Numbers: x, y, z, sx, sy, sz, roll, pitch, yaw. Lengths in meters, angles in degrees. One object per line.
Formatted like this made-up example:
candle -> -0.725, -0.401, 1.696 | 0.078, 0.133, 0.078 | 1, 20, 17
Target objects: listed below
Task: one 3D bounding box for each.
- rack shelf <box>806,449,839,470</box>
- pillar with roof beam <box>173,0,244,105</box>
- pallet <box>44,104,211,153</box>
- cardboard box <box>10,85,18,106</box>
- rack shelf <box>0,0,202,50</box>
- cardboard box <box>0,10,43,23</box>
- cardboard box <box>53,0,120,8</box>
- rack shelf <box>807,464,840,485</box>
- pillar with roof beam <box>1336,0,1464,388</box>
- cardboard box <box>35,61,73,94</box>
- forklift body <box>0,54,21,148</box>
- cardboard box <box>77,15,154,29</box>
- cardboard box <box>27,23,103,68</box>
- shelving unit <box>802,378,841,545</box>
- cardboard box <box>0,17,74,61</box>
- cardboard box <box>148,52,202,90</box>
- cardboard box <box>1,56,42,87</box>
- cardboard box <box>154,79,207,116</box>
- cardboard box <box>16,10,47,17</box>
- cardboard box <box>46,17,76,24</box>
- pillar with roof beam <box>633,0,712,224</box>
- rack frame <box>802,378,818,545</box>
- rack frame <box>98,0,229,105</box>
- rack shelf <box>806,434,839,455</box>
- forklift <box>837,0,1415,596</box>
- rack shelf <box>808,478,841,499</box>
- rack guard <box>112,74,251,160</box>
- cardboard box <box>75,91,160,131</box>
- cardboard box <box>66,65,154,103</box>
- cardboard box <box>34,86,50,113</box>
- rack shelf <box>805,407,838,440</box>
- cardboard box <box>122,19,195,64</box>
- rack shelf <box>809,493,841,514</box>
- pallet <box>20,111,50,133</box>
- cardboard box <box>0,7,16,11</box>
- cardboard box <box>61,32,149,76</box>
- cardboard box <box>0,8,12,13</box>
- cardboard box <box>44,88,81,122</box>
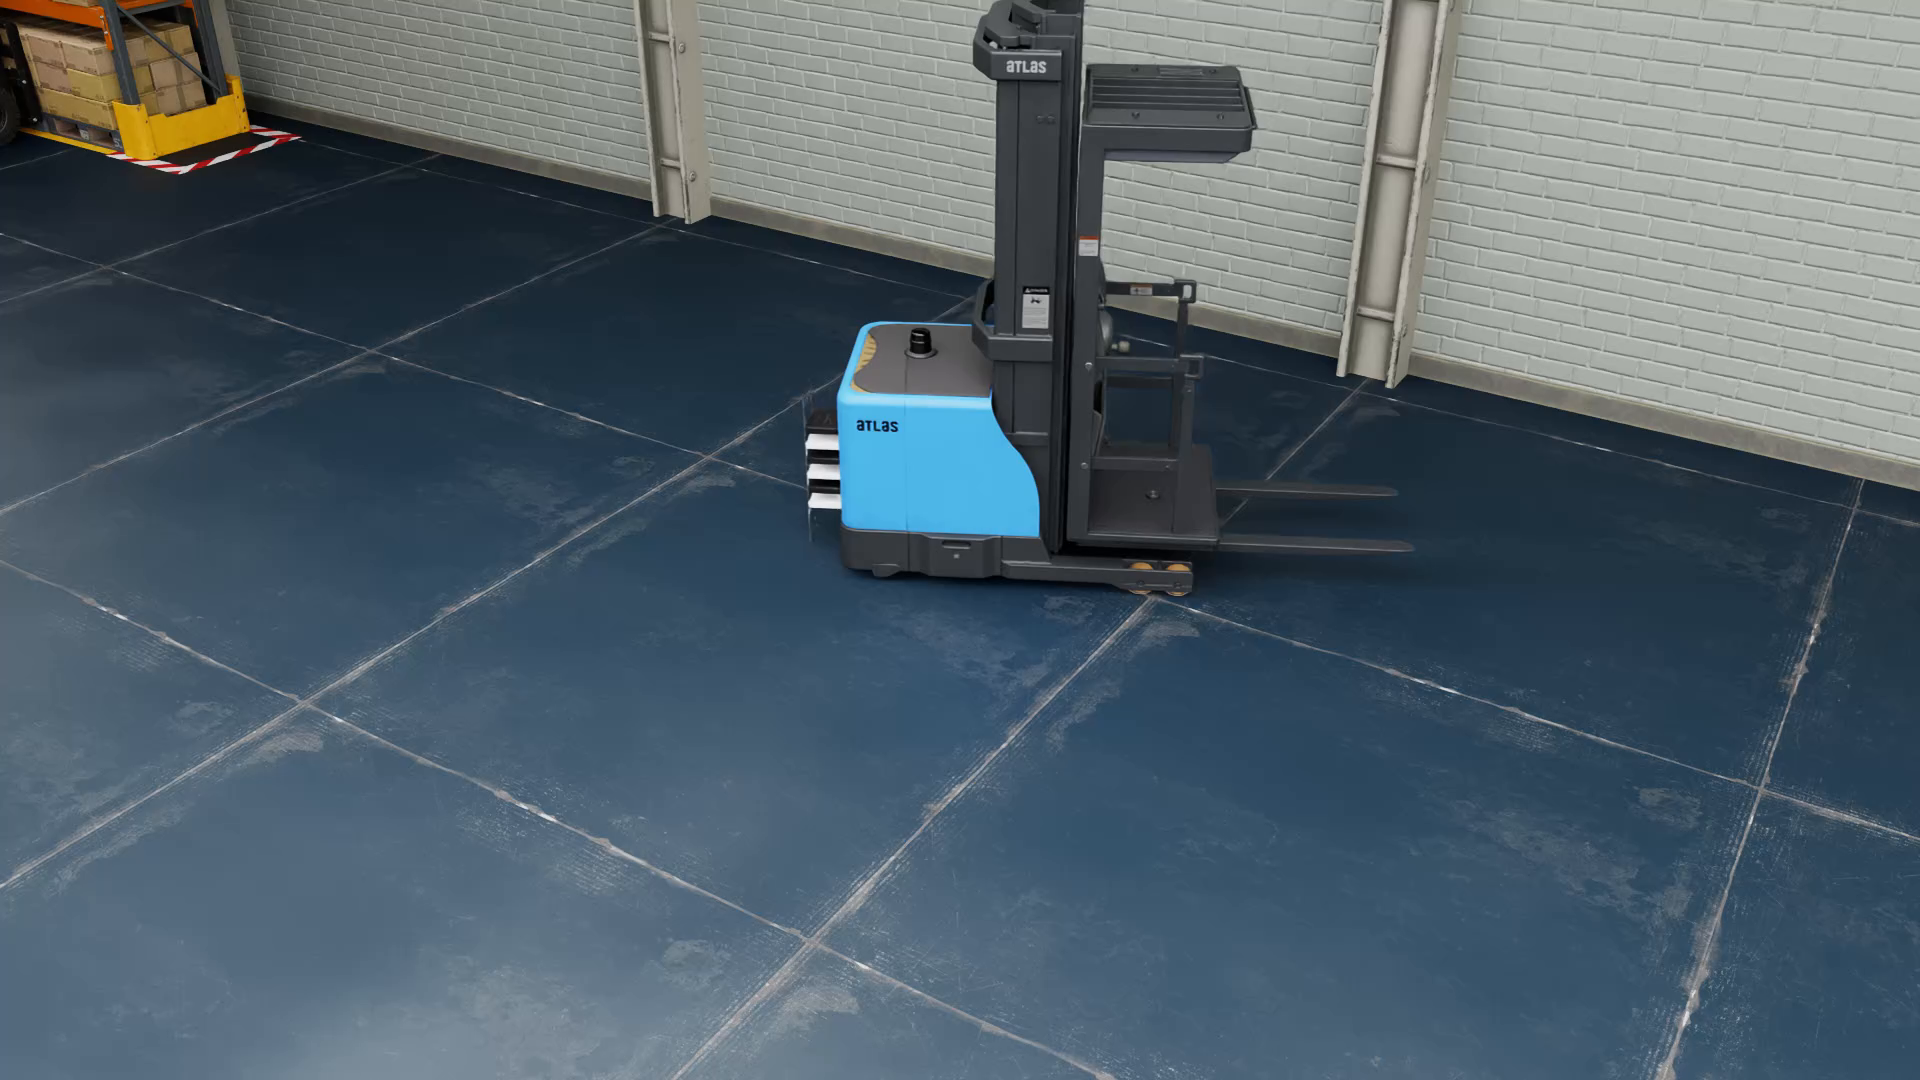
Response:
rack shelf -> -0.716, -0.468, 9.046 | 0.200, 0.077, 0.258 | 2, 30, 4
pillar with roof beam -> -9.685, -6.380, 11.256 | 0.400, 9.000, 9.100 | 18, 35, 27
pallet -> -7.956, -4.038, 15.962 | 1.213, 0.211, 1.003 | 18, 35, 27
cardboard box -> -9.139, -4.445, 16.204 | 0.500, 0.250, 0.500 | 19, 35, 29
rack shelf -> -8.980, -5.280, 16.038 | 4.000, 0.370, 1.077 | 18, 35, 27
cardboard box -> -9.135, -4.875, 15.950 | 0.500, 0.250, 0.500 | 17, 34, 26
cardboard box -> -7.842, -5.118, 14.947 | 0.500, 0.500, 0.500 | 17, 34, 26
rack shelf -> -0.716, -0.390, 9.092 | 0.200, 0.077, 0.258 | 2, 30, 4
pillar with roof beam -> 0.479, -3.166, 5.746 | 0.400, 9.000, 9.100 | 18, 35, 27
cardboard box -> -8.283, -4.401, 15.633 | 0.500, 0.250, 0.500 | 17, 34, 27
forklift body -> -9.862, -4.418, 14.688 | 1.214, 2.155, 2.313 | 18, 35, 27
cardboard box -> -8.018, -4.823, 15.860 | 0.500, 0.250, 0.500 | 18, 35, 27
cardboard box -> -8.277, -4.605, 15.487 | 0.500, 0.250, 0.500 | 18, 35, 28
shelving unit -> -0.716, -0.419, 9.075 | 0.210, 0.900, 0.258 | 2, 30, 4
cardboard box -> -8.710, -4.736, 15.712 | 0.500, 0.250, 0.500 | 18, 35, 28
cardboard box -> -7.574, -4.479, 15.767 | 0.500, 0.250, 0.500 | 18, 35, 28
cardboard box -> -8.732, -4.530, 15.854 | 0.500, 0.250, 0.500 | 17, 34, 26
cardboard box -> -7.598, -4.264, 15.894 | 0.500, 0.250, 0.500 | 18, 35, 28
cardboard box -> -8.866, -5.101, 16.337 | 0.500, 0.250, 0.500 | 17, 34, 26
cardboard box -> -8.435, -4.961, 16.097 | 0.500, 0.250, 0.500 | 17, 34, 27
pillar with roof beam -> -4.603, -4.773, 8.501 | 0.400, 9.000, 9.100 | 18, 35, 27
rack frame -> -0.817, -0.423, 9.082 | 0.006, 0.900, 0.240 | 2, 30, 4
rack frame -> -7.286, -5.055, 14.939 | 0.127, 3.000, 1.000 | 18, 35, 27
rack shelf -> -0.716, -0.545, 9.001 | 0.200, 0.077, 0.258 | 2, 30, 4
forklift -> 0.906, -1.251, 8.486 | 3.031, 2.935, 1.130 | 2, 30, 4
rack shelf -> -0.716, -0.312, 9.137 | 0.200, 0.077, 0.258 | 2, 30, 4
rack guard -> -7.266, -3.969, 15.557 | 0.348, 0.500, 1.175 | 18, 35, 27
cardboard box -> -7.852, -4.040, 15.510 | 0.500, 0.250, 0.500 | 18, 35, 28
cardboard box -> -7.864, -4.262, 15.394 | 0.500, 0.250, 0.500 | 17, 34, 27
cardboard box -> -8.687, -4.315, 15.982 | 0.500, 0.250, 0.500 | 18, 35, 28
rack shelf -> -0.716, -0.623, 8.956 | 0.200, 0.077, 0.258 | 2, 30, 4
cardboard box -> -7.592, -4.690, 15.633 | 0.500, 0.250, 0.500 | 17, 34, 27
rack shelf -> -0.716, -0.235, 9.182 | 0.200, 0.077, 0.258 | 2, 30, 4
pallet -> -8.985, -4.365, 16.523 | 1.213, 0.211, 1.003 | 18, 35, 27
cardboard box -> -9.296, -5.233, 16.562 | 0.500, 0.250, 0.500 | 18, 35, 28
cardboard box -> -7.842, -4.471, 15.257 | 0.500, 0.250, 0.500 | 19, 35, 29
cardboard box -> -9.576, -5.019, 16.196 | 0.500, 0.250, 0.500 | 19, 35, 29
cardboard box -> -8.268, -4.177, 15.745 | 0.500, 0.250, 0.500 | 18, 35, 27
